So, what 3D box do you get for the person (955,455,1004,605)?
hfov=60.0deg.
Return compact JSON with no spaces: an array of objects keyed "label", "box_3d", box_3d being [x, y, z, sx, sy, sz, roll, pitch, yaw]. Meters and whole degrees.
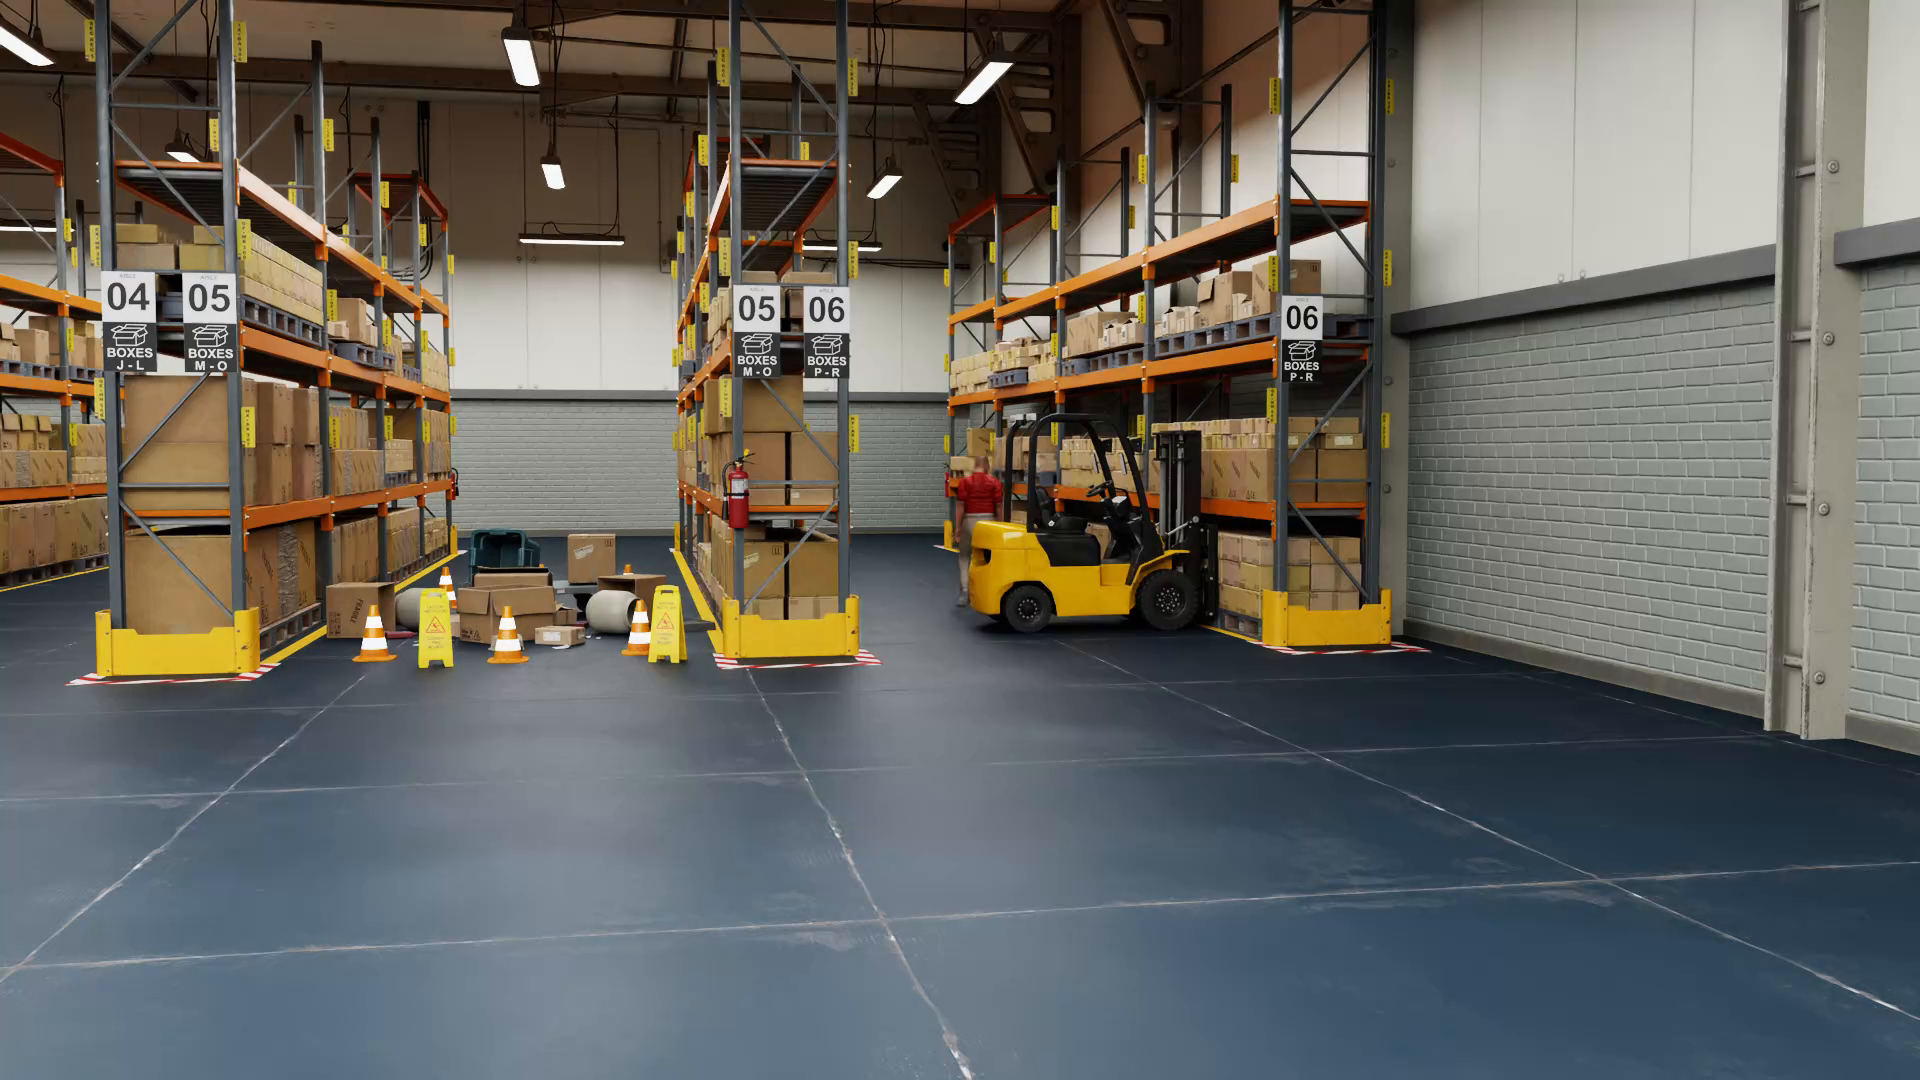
[{"label":"person","box_3d":[0.234,-0.099,19.281,0.572,1.779,0.423,0,3,5]}]
